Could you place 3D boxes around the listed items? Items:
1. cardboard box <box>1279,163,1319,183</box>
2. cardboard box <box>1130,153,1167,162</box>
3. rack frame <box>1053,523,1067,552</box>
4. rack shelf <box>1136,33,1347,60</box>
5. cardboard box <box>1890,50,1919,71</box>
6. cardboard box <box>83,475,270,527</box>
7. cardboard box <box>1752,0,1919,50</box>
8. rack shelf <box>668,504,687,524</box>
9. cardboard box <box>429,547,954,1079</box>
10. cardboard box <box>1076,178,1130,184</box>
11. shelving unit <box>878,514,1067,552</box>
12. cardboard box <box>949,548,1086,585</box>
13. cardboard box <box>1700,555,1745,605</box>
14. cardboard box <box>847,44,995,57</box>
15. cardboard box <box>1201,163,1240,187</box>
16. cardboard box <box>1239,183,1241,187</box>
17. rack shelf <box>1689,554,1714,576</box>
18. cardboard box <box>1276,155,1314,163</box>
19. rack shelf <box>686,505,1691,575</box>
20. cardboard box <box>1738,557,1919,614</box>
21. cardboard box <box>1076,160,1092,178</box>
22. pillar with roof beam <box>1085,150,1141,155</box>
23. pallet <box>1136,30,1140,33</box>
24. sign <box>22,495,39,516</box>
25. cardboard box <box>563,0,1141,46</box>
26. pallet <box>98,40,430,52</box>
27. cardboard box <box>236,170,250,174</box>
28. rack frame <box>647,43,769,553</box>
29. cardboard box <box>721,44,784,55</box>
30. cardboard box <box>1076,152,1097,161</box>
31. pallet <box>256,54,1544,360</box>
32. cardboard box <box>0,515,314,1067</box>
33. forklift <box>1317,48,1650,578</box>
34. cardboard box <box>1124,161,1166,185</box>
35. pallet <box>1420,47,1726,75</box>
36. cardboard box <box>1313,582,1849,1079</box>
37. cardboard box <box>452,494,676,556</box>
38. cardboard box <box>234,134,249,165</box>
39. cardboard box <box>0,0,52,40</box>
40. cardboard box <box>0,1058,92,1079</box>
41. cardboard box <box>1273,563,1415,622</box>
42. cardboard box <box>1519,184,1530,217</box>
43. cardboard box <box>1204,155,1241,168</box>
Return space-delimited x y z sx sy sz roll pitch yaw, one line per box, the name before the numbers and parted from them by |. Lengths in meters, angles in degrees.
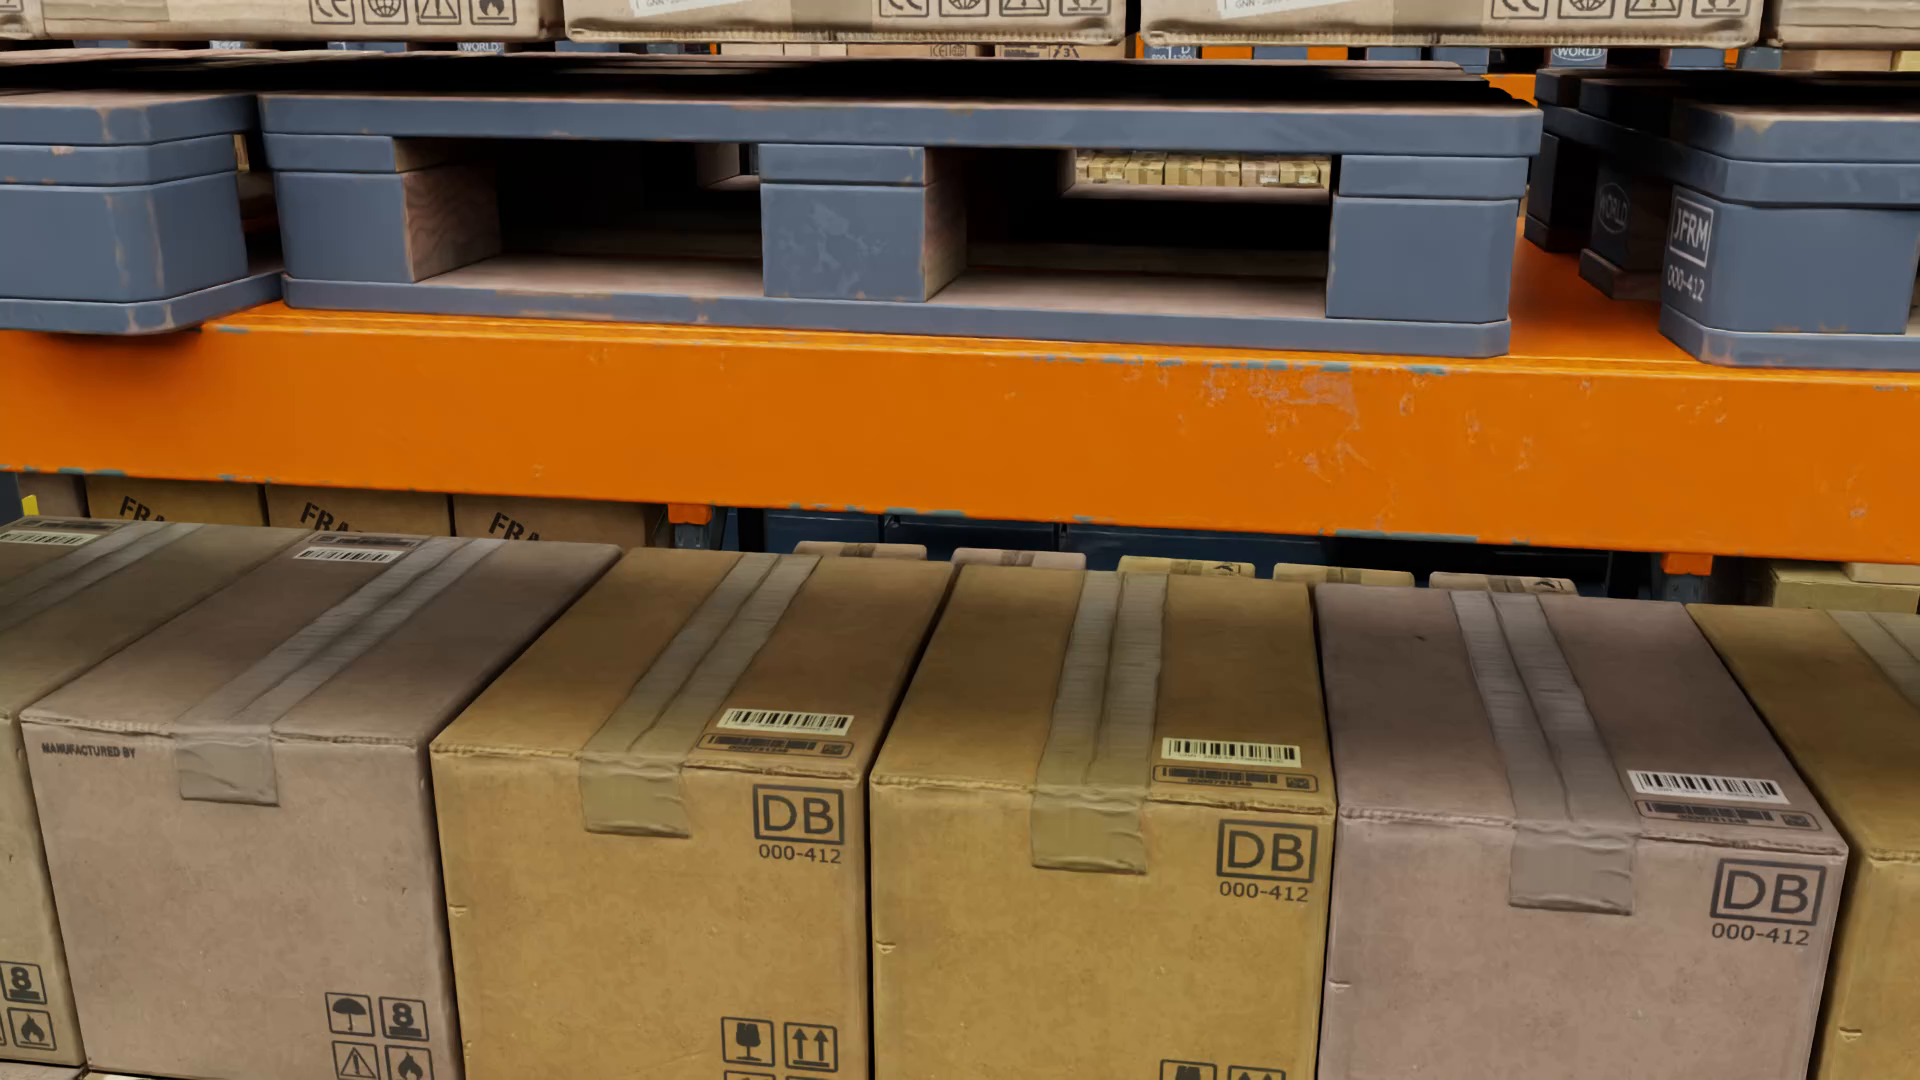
cardboard box | 2.272 -2.442 11.193 0.250 0.149 0.380 2 19 7
cardboard box | 1.350 -2.677 11.897 0.250 0.149 0.380 3 19 8
rack frame | 0.586 -0.681 9.476 0.032 1.500 0.500 3 19 9
rack shelf | 1.690 -3.280 11.286 4.000 0.370 1.077 3 19 9
cardboard box | 3.400 -1.722 5.892 0.250 0.149 0.380 3 19 9
cardboard box | -3.499 -0.088 8.026 0.875 0.875 0.875 3 19 10
cardboard box | 0.942 -0.578 1.494 0.500 0.250 0.500 3 19 8
rack shelf | -3.043 -0.504 7.716 4.000 0.370 1.077 3 19 9
cardboard box | -0.305 0.366 2.249 0.500 0.500 0.700 3 19 8
cardboard box | 0.592 -1.446 7.086 0.250 0.149 0.380 2 19 6
shelving unit | 0.084 -0.707 9.552 1.048 1.500 0.538 3 19 9
cardboard box | 0.218 0.369 7.453 0.625 0.372 0.950 3 19 8
cardboard box | 3.508 0.152 7.112 0.500 0.500 0.500 3 19 8
cardboard box | -0.134 -2.164 6.657 0.500 0.500 0.700 3 19 9
cardboard box | 1.752 -2.445 11.204 0.250 0.149 0.380 2 19 7
cardboard box | 2.127 -2.260 11.279 0.500 0.250 0.500 3 19 10
rack shelf | 4.856 -0.101 6.512 4.000 0.370 1.077 3 19 9
cardboard box | 2.352 -2.608 11.690 0.250 0.149 0.380 3 19 9
rack shelf | 0.907 -0.303 7.114 4.000 0.370 1.077 3 19 9
cardboard box | 3.421 0.320 6.608 0.500 0.500 0.500 4 19 11
cardboard box | 0.765 -2.519 11.425 0.250 0.149 0.380 3 19 9
pillar with roof beam | 0.463 -4.013 7.614 0.400 9.000 9.100 3 19 9
pallet | 1.504 -3.571 11.319 1.213 0.211 1.003 4 19 11
sign | -1.669 0.088 2.987 0.005 0.325 0.100 3 19 9
cardboard box | -0.072 -0.659 1.639 0.500 0.311 0.500 3 19 8
pallet | -2.817 -2.149 7.067 1.213 0.211 1.003 4 19 11
cardboard box | -3.013 -1.447 7.666 0.500 0.500 0.500 3 19 10
rack frame | -1.068 -0.744 7.301 0.127 3.000 1.000 3 19 9
cardboard box | -0.784 -1.979 6.658 0.250 0.149 0.380 3 19 9
cardboard box | 0.844 -2.701 11.968 0.250 0.149 0.380 3 19 8
pallet | -0.005 -0.450 1.992 1.213 0.211 1.003 4 19 11
cardboard box | -1.312 0.316 2.399 0.500 0.500 0.700 3 19 8
forklift | 3.585 -1.325 9.144 3.031 2.935 1.130 1 19 3
cardboard box | 1.260 -2.485 11.322 0.250 0.149 0.380 3 19 10
pallet | 2.289 -1.941 6.445 1.003 0.211 1.213 3 19 9
cardboard box | 0.698 0.417 2.096 0.500 0.500 0.700 3 19 9
cardboard box | -1.737 0.003 7.753 0.875 0.875 0.875 3 19 8
cardboard box | -5.662 -3.085 12.881 0.500 0.500 0.500 2 19 7
cardboard box | -1.074 -0.710 1.792 0.500 0.311 0.500 3 19 9
cardboard box | -1.353 0.871 2.314 0.500 0.500 0.500 3 19 9
cardboard box | 1.653 0.443 7.231 0.625 0.372 0.950 4 19 12
cardboard box | 2.473 -1.373 6.868 0.250 0.149 0.380 3 19 8
cardboard box | 1.854 -2.630 11.755 0.250 0.149 0.380 3 19 9
